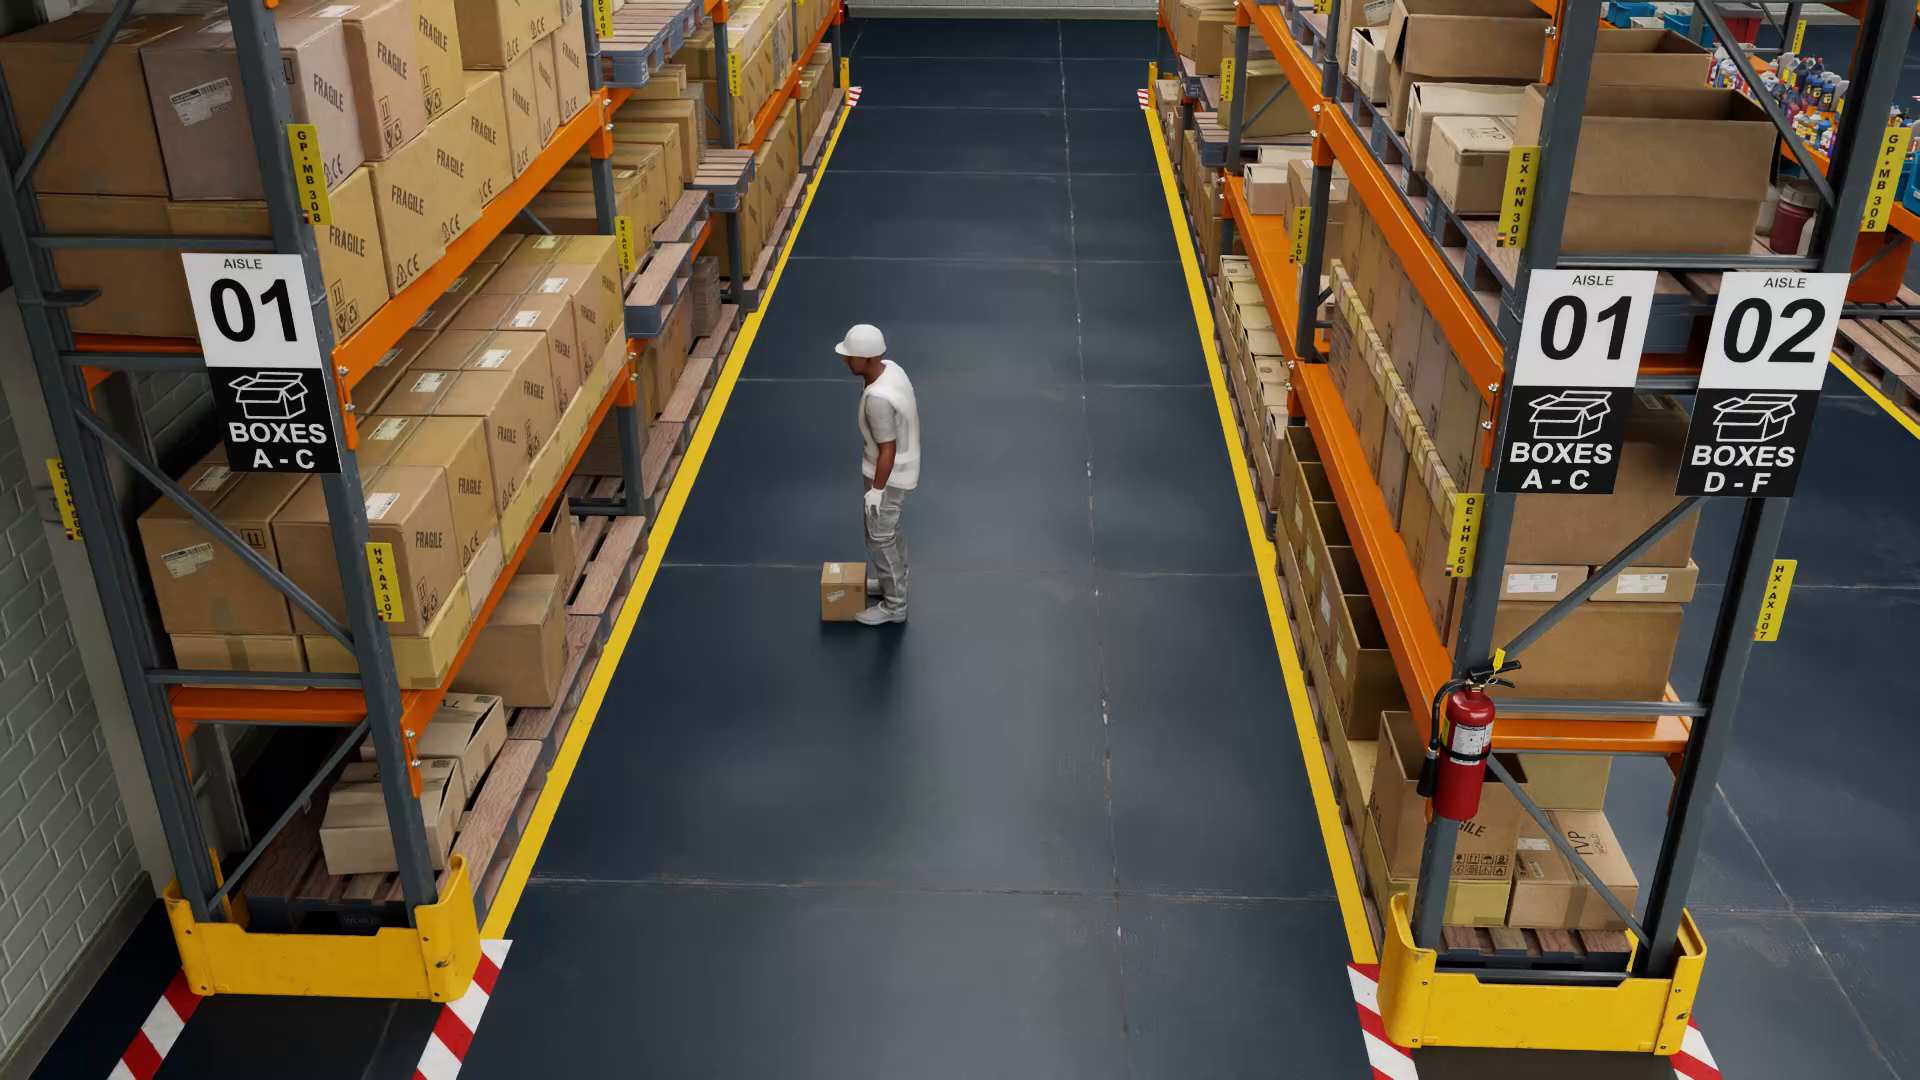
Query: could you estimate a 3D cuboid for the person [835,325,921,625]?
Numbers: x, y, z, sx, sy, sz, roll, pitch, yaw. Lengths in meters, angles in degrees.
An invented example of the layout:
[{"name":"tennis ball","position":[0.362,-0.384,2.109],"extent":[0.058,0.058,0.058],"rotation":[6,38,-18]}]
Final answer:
[{"name":"person","position":[-0.445,-0.375,9.324],"extent":[0.454,1.774,0.624],"rotation":[1,28,1]}]
